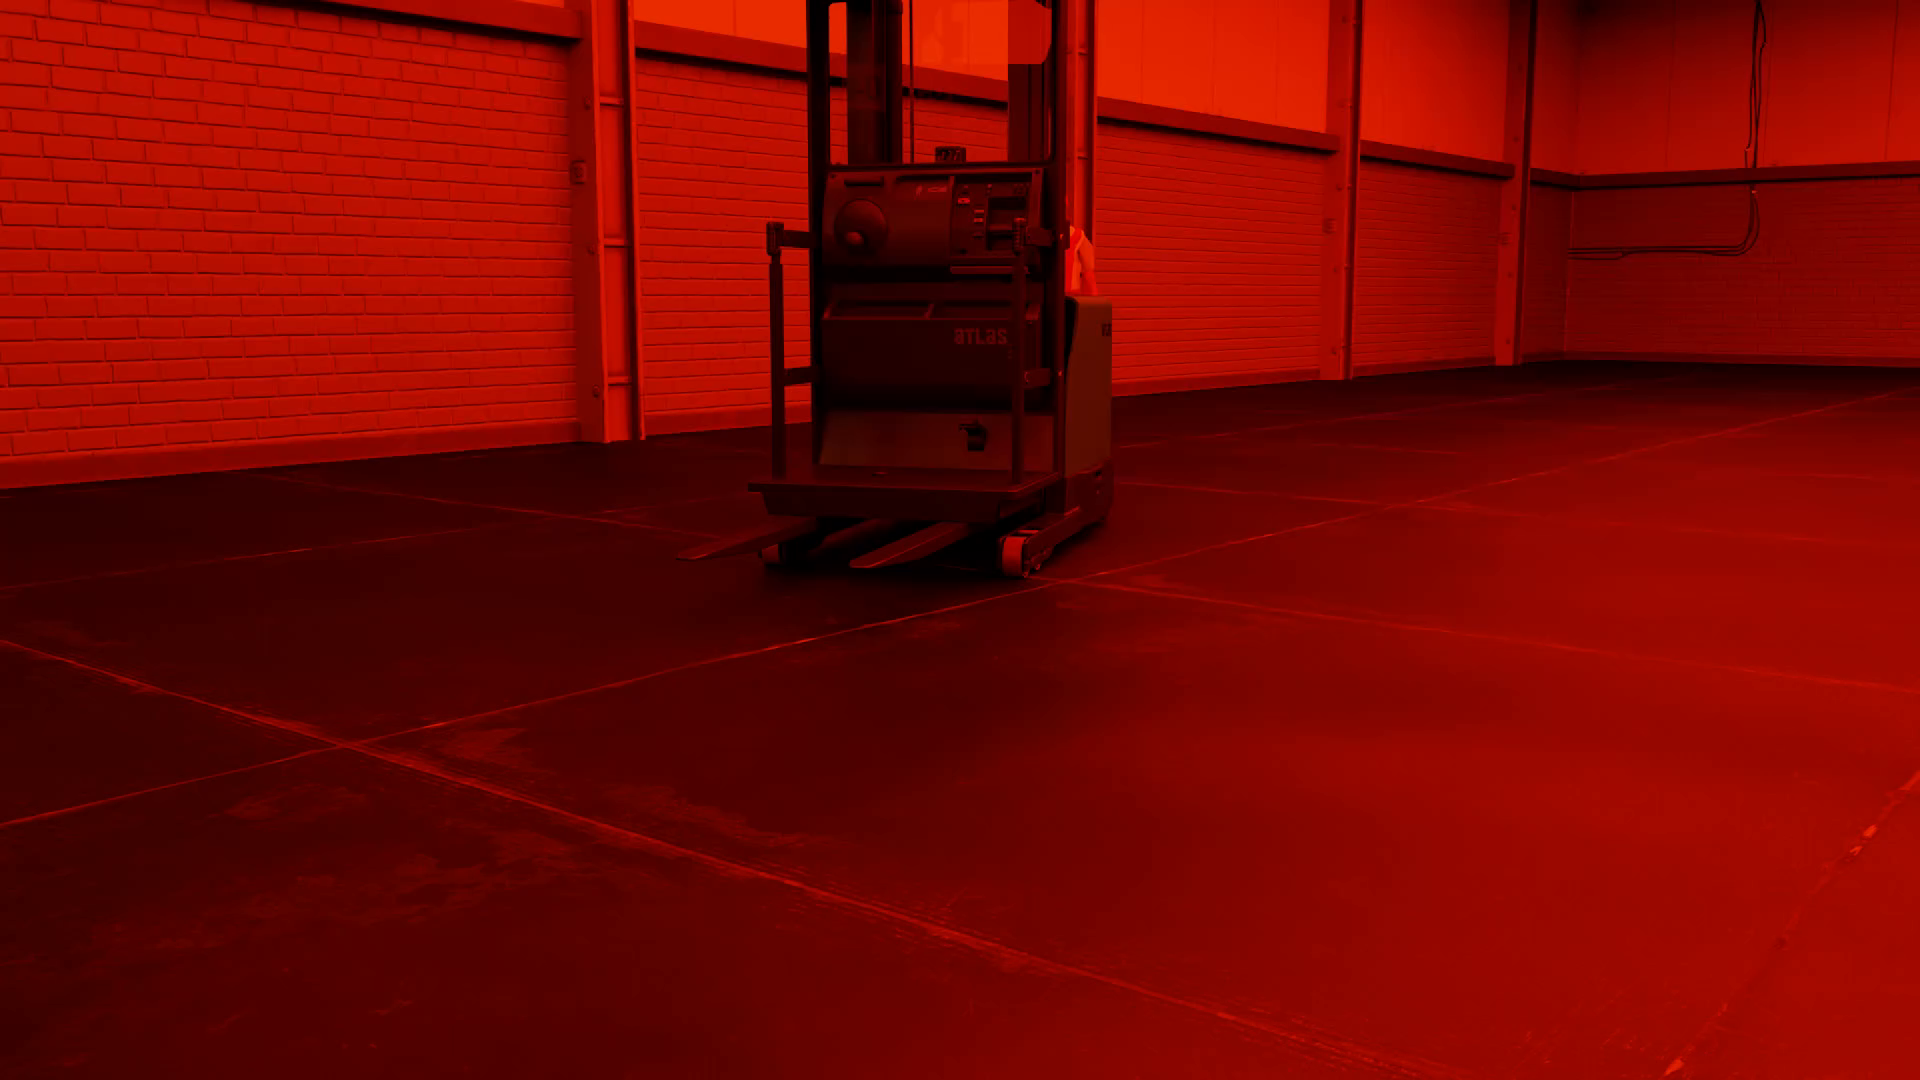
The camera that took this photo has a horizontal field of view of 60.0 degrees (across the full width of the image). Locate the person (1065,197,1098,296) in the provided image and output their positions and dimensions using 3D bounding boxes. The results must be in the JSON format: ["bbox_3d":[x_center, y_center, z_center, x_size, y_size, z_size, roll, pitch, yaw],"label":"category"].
[{"bbox_3d":[0.596,-1.369,10.627,0.612,1.779,0.455,2,8,11],"label":"person"}]

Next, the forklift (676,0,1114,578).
[{"bbox_3d":[-0.176,-1.366,6.616,1.130,2.935,3.031,3,9,17],"label":"forklift"}]
